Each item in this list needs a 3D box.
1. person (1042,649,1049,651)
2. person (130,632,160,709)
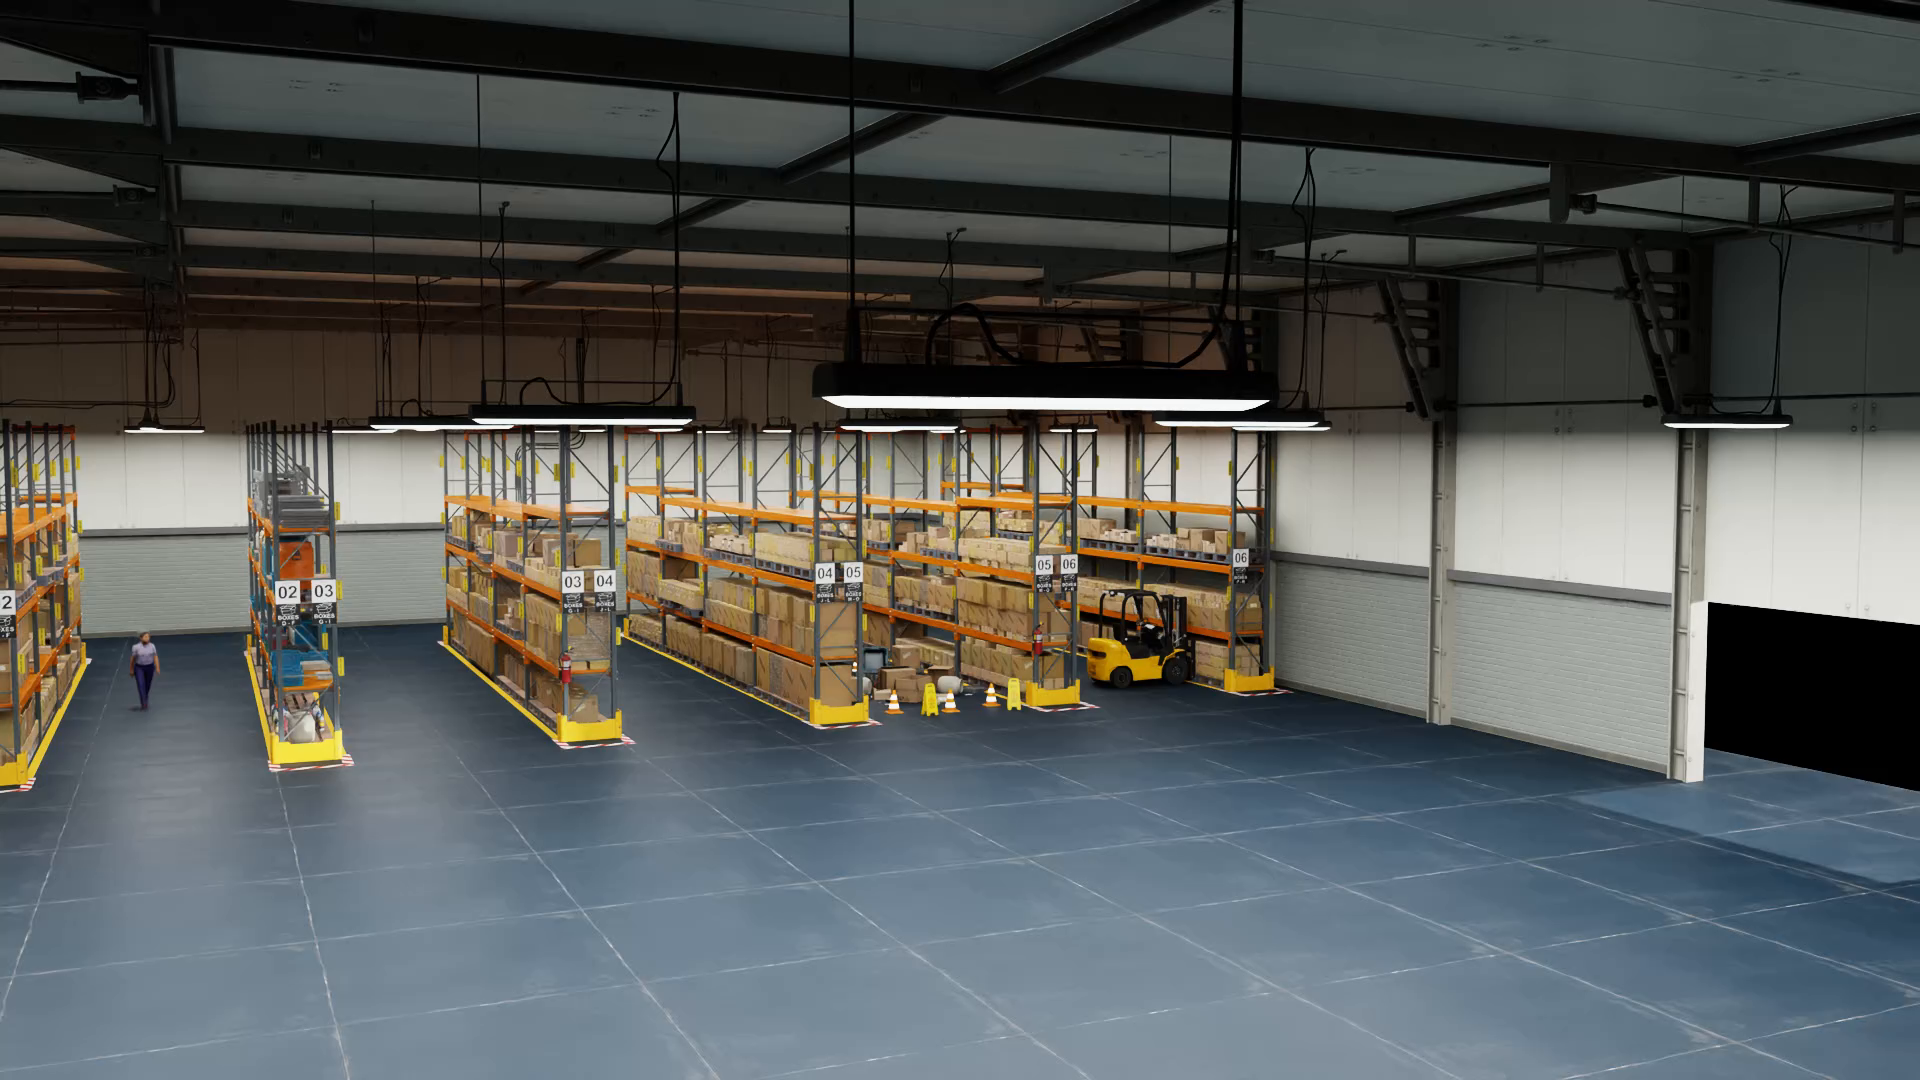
[{"bbox_3d":[1.933,2.518,39.541,0.565,1.566,0.563,-2,4,-29],"label":"person"},{"bbox_3d":[-17.188,2.732,35.066,0.536,1.562,1.068,-3,5,-40],"label":"person"}]
